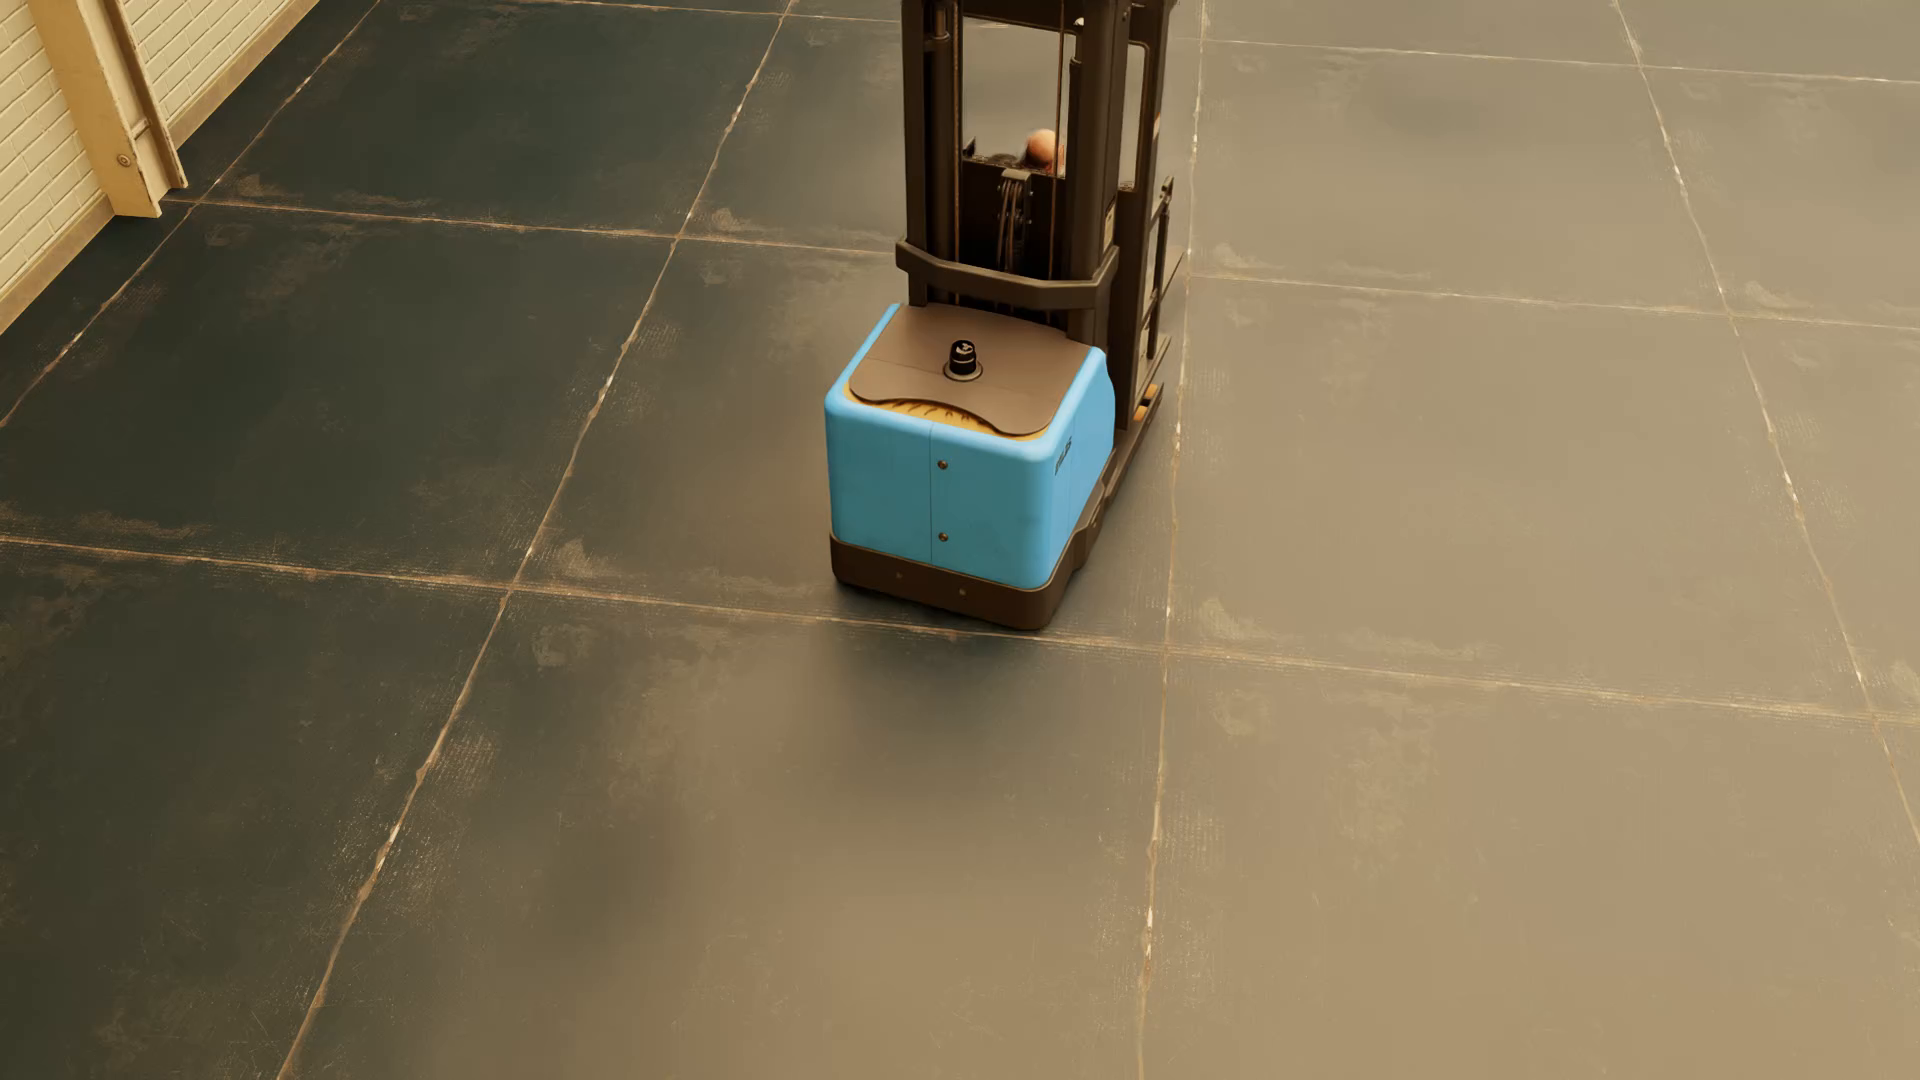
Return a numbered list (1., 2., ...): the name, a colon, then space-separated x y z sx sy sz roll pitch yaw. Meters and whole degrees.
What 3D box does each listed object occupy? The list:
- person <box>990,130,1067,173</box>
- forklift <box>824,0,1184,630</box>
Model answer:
1. person: 0.487 -1.426 8.197 0.777 1.399 0.835 -19 46 -20
2. forklift: 0.406 -1.691 7.565 1.130 2.935 3.031 14 44 15
